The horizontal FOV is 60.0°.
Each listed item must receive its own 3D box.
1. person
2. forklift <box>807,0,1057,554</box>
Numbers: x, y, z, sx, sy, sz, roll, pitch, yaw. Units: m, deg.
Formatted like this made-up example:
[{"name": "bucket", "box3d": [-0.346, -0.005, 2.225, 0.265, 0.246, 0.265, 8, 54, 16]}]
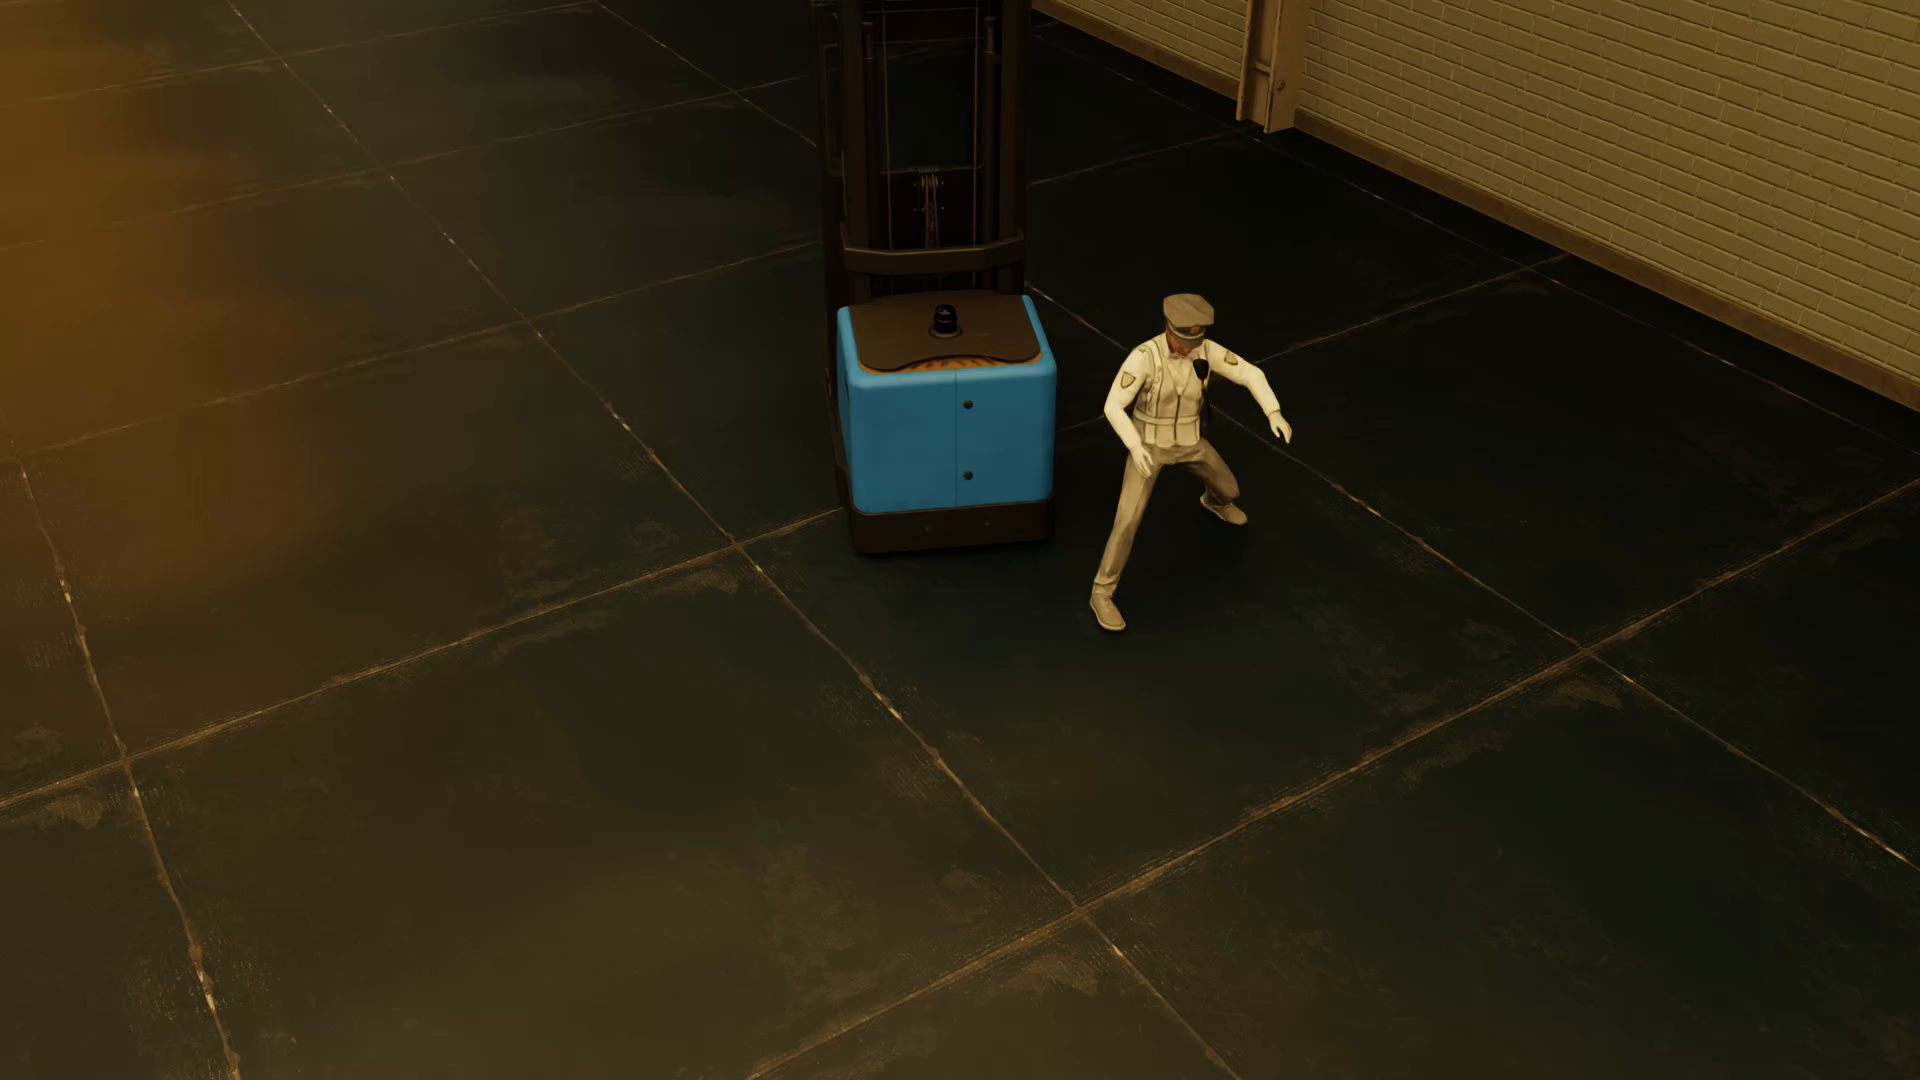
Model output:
[{"name": "person", "box3d": [1.096, -0.450, 8.082, 1.064, 1.502, 0.954, -8, 36, -12]}, {"name": "forklift", "box3d": [-0.227, -1.967, 8.947, 1.130, 2.935, 3.031, -5, 35, -7]}]
